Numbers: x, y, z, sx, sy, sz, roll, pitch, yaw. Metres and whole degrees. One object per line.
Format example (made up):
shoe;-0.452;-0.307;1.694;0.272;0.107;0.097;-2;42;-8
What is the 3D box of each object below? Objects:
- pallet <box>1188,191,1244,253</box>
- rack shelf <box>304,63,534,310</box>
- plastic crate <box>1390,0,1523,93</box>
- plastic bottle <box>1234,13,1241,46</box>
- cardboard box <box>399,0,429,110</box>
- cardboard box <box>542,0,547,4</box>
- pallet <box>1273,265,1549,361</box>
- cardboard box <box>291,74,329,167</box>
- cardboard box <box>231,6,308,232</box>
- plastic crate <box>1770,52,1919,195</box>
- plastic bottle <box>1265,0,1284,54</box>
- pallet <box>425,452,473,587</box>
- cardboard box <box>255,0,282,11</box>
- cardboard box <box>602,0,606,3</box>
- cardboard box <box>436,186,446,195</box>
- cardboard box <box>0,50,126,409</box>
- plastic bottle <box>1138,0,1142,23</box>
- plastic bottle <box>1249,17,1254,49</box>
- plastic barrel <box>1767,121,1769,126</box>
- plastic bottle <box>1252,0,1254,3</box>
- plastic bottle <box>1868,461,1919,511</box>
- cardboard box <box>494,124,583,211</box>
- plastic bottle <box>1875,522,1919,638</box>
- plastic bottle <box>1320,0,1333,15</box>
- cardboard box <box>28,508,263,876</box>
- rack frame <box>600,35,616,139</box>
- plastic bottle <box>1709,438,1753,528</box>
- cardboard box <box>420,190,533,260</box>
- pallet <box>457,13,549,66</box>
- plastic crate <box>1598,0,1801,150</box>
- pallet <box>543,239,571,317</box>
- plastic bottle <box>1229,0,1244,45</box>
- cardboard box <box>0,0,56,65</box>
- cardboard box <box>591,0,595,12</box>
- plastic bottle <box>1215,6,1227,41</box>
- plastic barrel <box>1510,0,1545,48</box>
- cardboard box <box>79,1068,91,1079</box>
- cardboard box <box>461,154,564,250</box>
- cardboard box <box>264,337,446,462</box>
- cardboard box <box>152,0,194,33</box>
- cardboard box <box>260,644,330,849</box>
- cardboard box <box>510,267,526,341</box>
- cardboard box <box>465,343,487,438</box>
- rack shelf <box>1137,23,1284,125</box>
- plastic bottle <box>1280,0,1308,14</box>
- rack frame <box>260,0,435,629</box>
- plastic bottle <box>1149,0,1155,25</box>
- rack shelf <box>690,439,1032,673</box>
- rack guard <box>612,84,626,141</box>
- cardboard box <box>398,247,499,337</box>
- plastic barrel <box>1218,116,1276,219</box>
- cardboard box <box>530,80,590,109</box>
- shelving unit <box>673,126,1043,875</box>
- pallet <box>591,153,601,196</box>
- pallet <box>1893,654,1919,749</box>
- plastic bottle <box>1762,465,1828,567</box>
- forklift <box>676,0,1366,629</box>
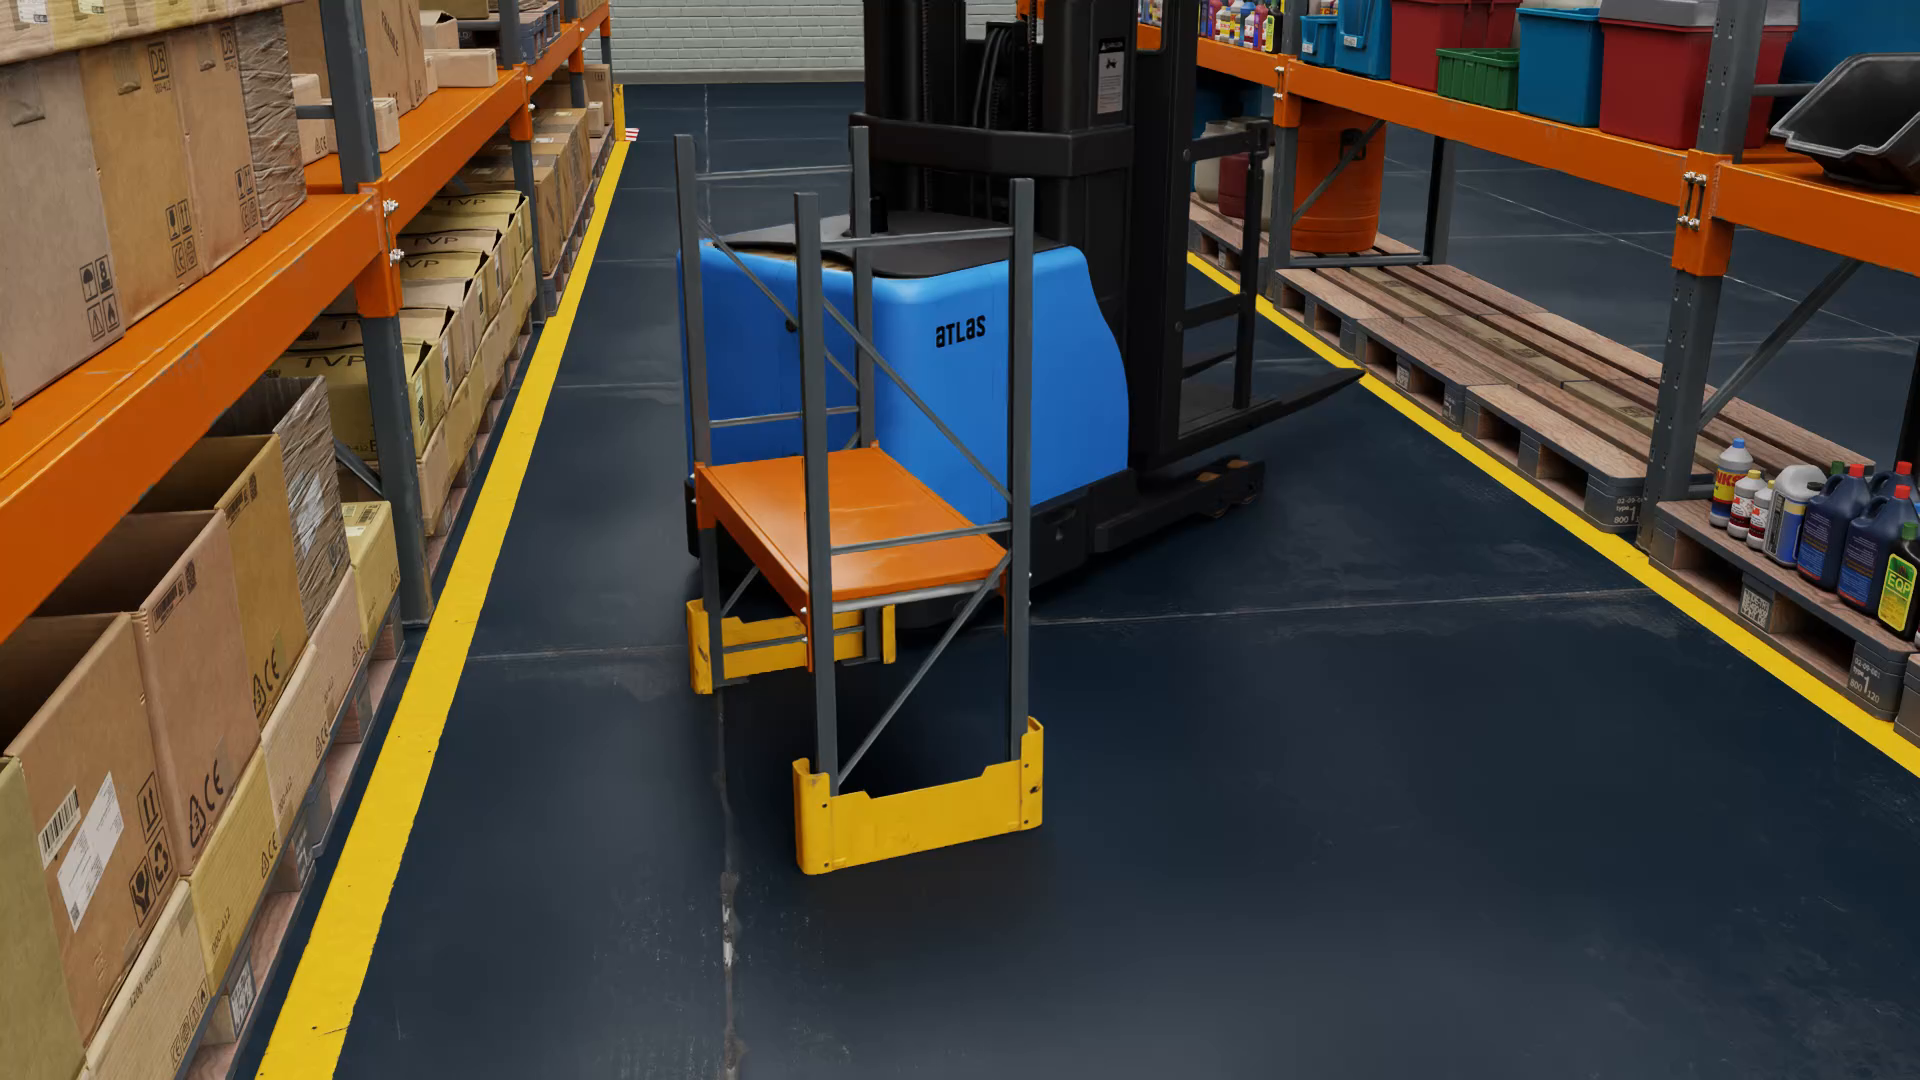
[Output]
pallet;1.893;-2.158;11.192;1.003;0.211;1.213;-3;21;-8
rack shelf;-2.394;-1.494;6.456;1.077;0.370;4.000;-3;21;-8
plastic crate;2.150;-2.227;7.299;0.402;0.464;0.583;-3;21;-8
plastic bottle;1.666;-3.019;9.796;0.097;0.201;0.097;0;20;0
cardboard box;-2.424;-1.990;6.614;0.500;0.500;0.500;-4;21;-11
cardboard box;-2.943;-3.543;10.172;0.700;0.500;0.500;-8;22;-21
pallet;2.294;-1.195;8.614;1.003;0.211;1.213;-3;21;-8
cardboard box;-2.219;-1.236;4.953;0.500;0.250;0.500;-2;21;-4
cardboard box;-2.035;-1.032;4.049;0.700;0.500;0.500;-3;21;-9
plastic crate;2.747;-1.170;4.650;0.767;0.338;0.504;-3;21;-8
plastic bottle;1.740;-2.836;9.188;0.061;0.283;0.133;-3;21;-8
pallet;-2.250;-0.085;5.642;1.003;0.211;1.213;-3;21;-8
cardboard box;-1.820;-1.320;3.893;0.380;0.149;0.250;-3;21;-9
cardboard box;-3.423;-5.019;14.724;0.500;0.500;0.500;-3;21;-7
cardboard box;-3.049;-1.870;9.380;0.500;0.500;0.500;-2;21;-6
cardboard box;-1.809;-0.498;2.620;0.700;0.500;0.500;-2;21;-6
plastic bottle;1.328;-3.830;11.967;0.097;0.201;0.097;0;20;0
plastic bottle;1.708;-2.918;9.525;0.097;0.201;0.097;0;20;0
plastic barrel;2.876;-1.793;6.035;0.433;0.535;0.433;0;20;0
plastic bottle;2.025;-3.662;11.419;0.097;0.271;0.097;0;20;0
plastic bottle;2.645;-0.059;4.744;0.144;0.351;0.185;-3;21;-8
cardboard box;-2.769;-2.442;10.910;0.500;0.500;0.500;-3;21;-7
plastic bottle;2.512;0.105;4.402;0.061;0.283;0.133;-2;21;-5
plastic bottle;2.322;-3.319;10.499;0.097;0.271;0.097;0;20;0
cardboard box;-1.599;0.270;2.963;0.500;0.500;0.500;-3;21;-8
rack frame;-3.835;-5.293;15.601;1.000;3.000;0.127;-3;21;-8
plastic bottle;2.409;-0.182;5.188;0.097;0.271;0.097;0;20;0
cardboard box;-2.363;-1.526;8.042;0.500;0.311;0.500;-2;21;-6
pallet;-2.849;-2.664;8.837;1.213;0.211;1.003;-3;21;-8
plastic crate;2.424;-1.569;5.538;0.402;0.464;0.583;-3;21;-8
pallet;-2.752;-1.477;9.370;1.003;0.211;1.213;-3;21;-8
plastic bottle;1.652;-3.086;9.874;0.097;0.271;0.097;0;20;0
cardboard box;-1.593;-0.783;2.455;0.380;0.149;0.250;-3;21;-7
cardboard box;-3.209;-4.496;13.323;0.500;0.500;0.500;-3;21;-8
plastic bottle;1.610;-3.154;10.157;0.097;0.201;0.097;0;20;0
plastic barrel;2.641;-2.333;7.515;0.421;0.512;0.421;0;20;0
cardboard box;-1.462;0.968;2.166;0.500;0.250;0.500;-3;21;-8
cardboard box;-2.546;-1.911;9.490;0.500;0.500;0.500;-4;21;-10
cardboard box;-1.918;-0.465;5.203;0.500;0.311;0.500;-3;21;-8
cardboard box;-1.709;-1.053;3.179;0.380;0.149;0.250;-3;21;-8
cardboard box;-1.673;0.449;3.557;0.500;0.250;0.500;-3;21;-8
cardboard box;-2.287;-1.084;7.660;0.500;0.250;0.500;-3;21;-8
cardboard box;-2.068;-0.555;6.245;0.500;0.250;0.500;-4;21;-9
rack shelf;1.932;-3.127;10.830;1.077;0.370;4.000;-3;21;-8
plastic bottle;2.128;-3.396;10.592;0.144;0.351;0.185;-3;21;-8
rack frame;-2.105;-1.138;4.476;1.000;3.000;0.127;-3;21;-8
plastic bottle;1.376;-3.749;11.650;0.097;0.271;0.097;0;20;0
rack shelf;-0.276;0.005;4.066;0.538;0.185;1.000;-8;22;-21
rack guard;-3.824;-4.096;15.968;1.175;0.500;0.348;-3;21;-8
cardboard box;-2.141;-0.997;6.628;0.500;0.311;0.500;-2;21;-6
plastic barrel;1.970;-2.398;10.696;0.600;0.588;0.708;-3;21;-8
cardboard box;-3.534;-3.595;13.993;0.797;0.503;0.637;-3;21;-8
shelving unit;-0.280;-0.166;4.011;0.587;1.500;1.083;-8;22;-21
pallet;-3.356;-2.839;13.017;1.003;0.211;1.213;-3;21;-8
pallet;3.032;0.578;3.868;1.003;0.211;1.213;-3;21;-8
plastic bottle;2.483;-0.074;4.891;0.152;0.276;0.135;-2;21;-6
forklift;0.461;-1.552;5.682;1.130;2.935;3.031;17;26;38
